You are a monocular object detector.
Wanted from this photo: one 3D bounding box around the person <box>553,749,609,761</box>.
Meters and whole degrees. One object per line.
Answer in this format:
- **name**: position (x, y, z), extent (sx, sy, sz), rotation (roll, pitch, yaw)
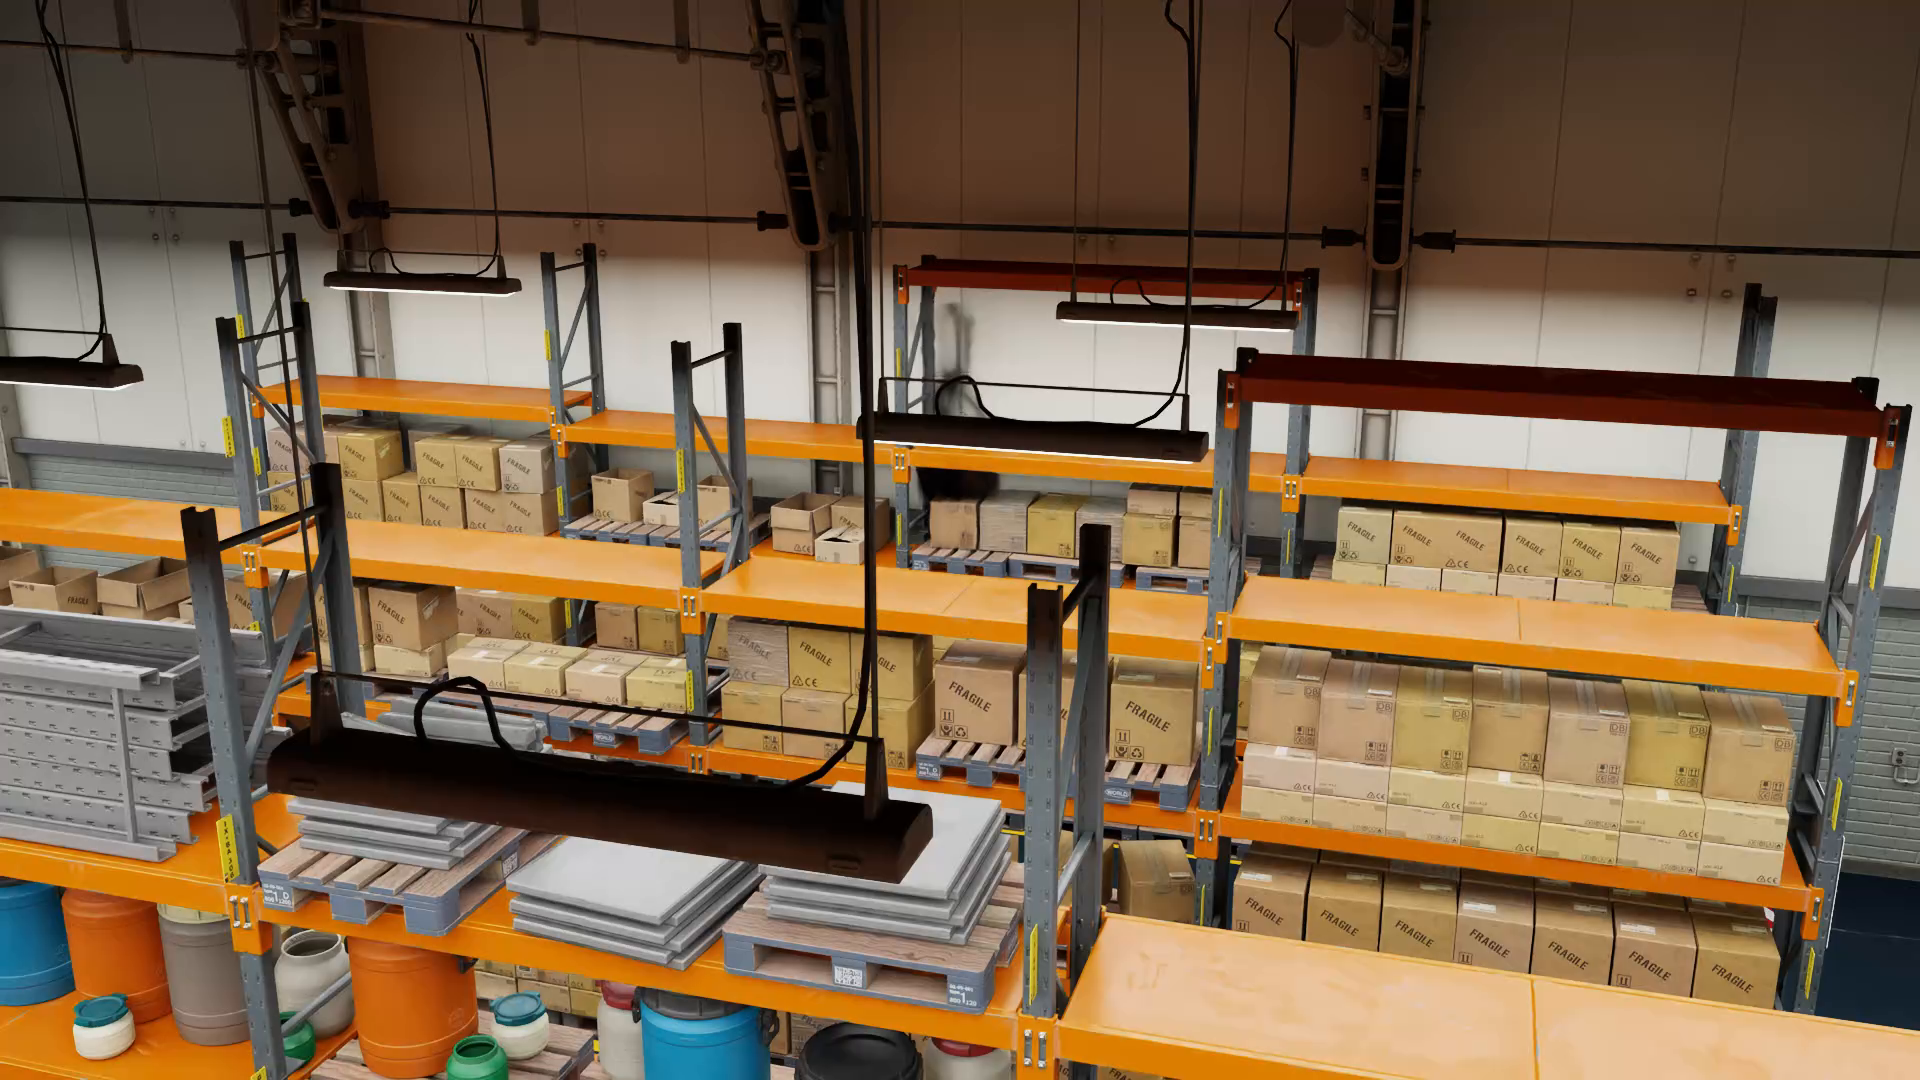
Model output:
- **person**: position (-3.848, 2.509, 16.824), extent (0.984, 1.802, 0.713), rotation (7, 17, 22)
